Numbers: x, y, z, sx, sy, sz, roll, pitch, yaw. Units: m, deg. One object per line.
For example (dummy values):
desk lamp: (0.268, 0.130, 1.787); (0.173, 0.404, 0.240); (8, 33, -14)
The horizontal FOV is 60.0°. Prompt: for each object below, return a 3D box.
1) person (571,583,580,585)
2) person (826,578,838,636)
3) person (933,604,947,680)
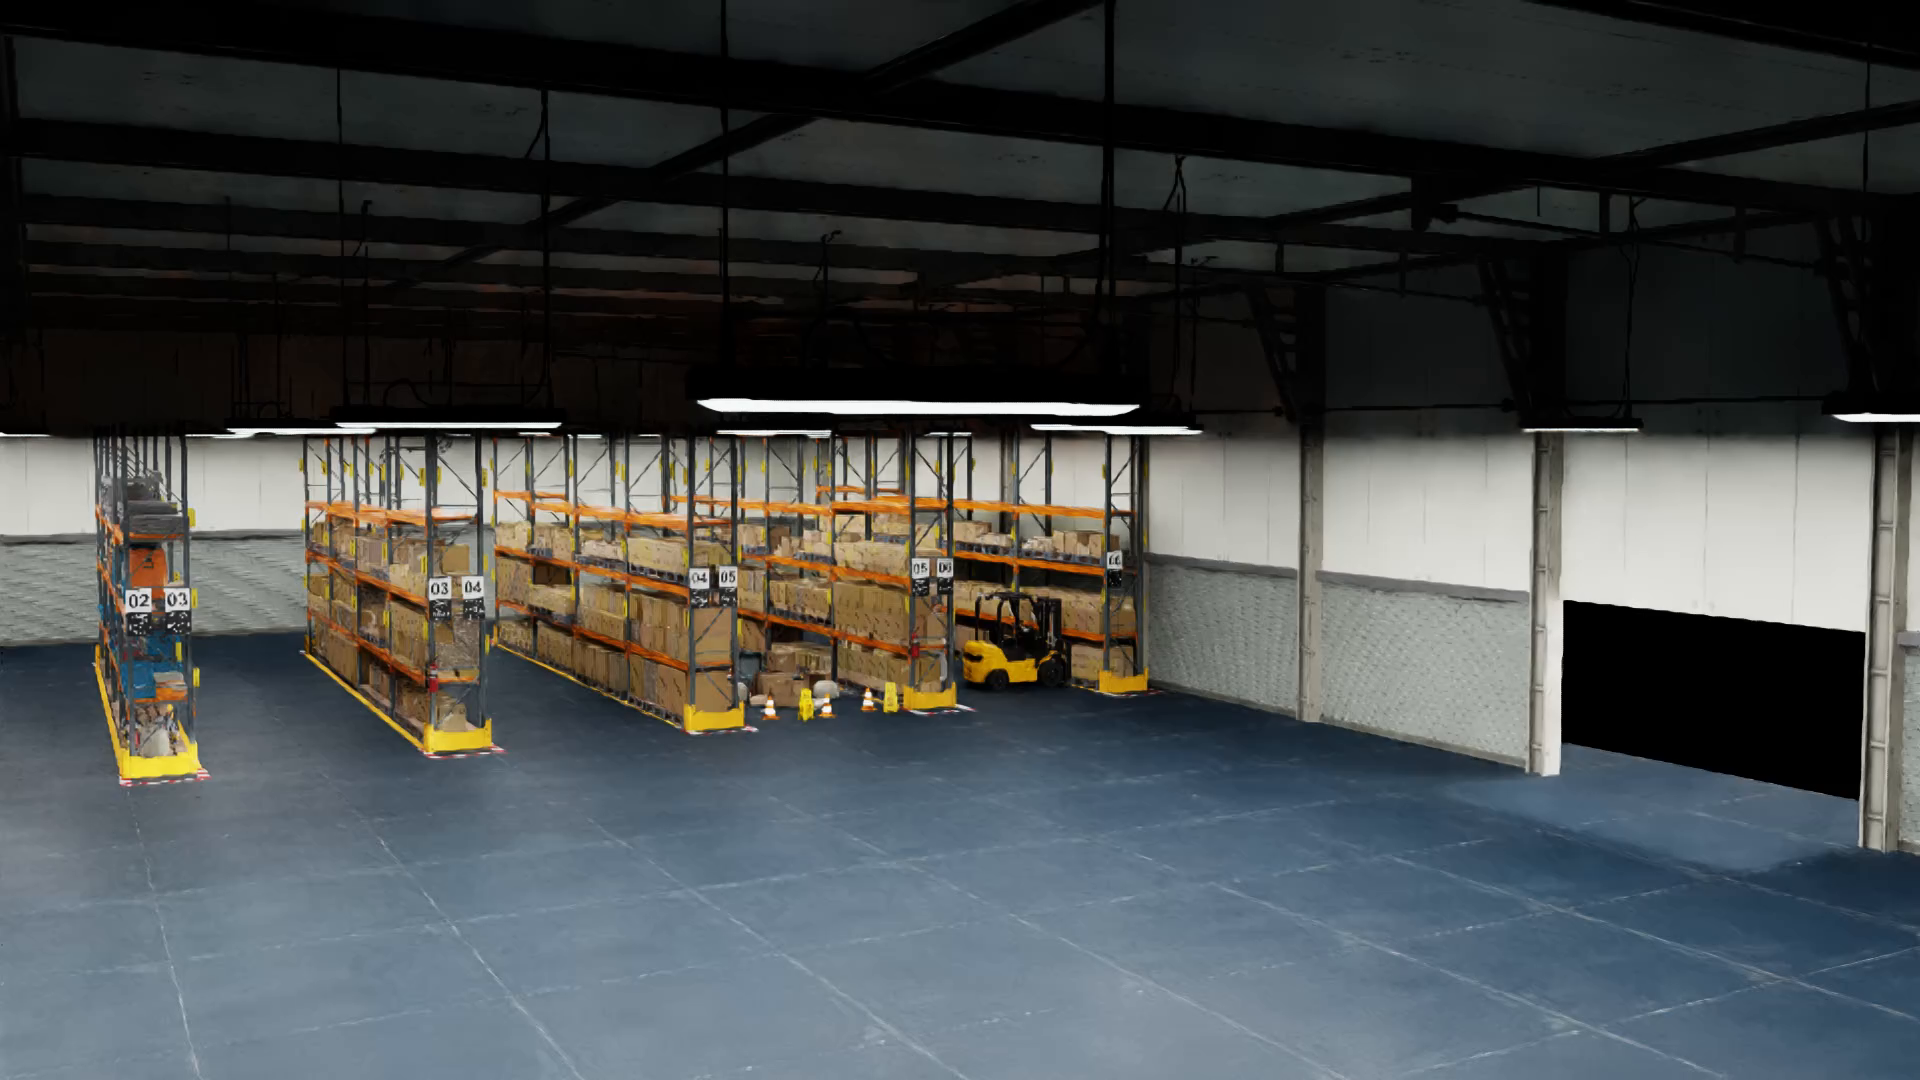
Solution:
person: (-11.037, 1.996, 47.600); (0.550, 1.663, 0.586); (0, 3, -4)
person: (-3.589, 1.914, 47.971); (0.575, 1.783, 0.679); (-1, 4, -14)
person: (-0.558, 2.418, 39.607); (0.636, 1.775, 0.677); (0, 3, 1)
